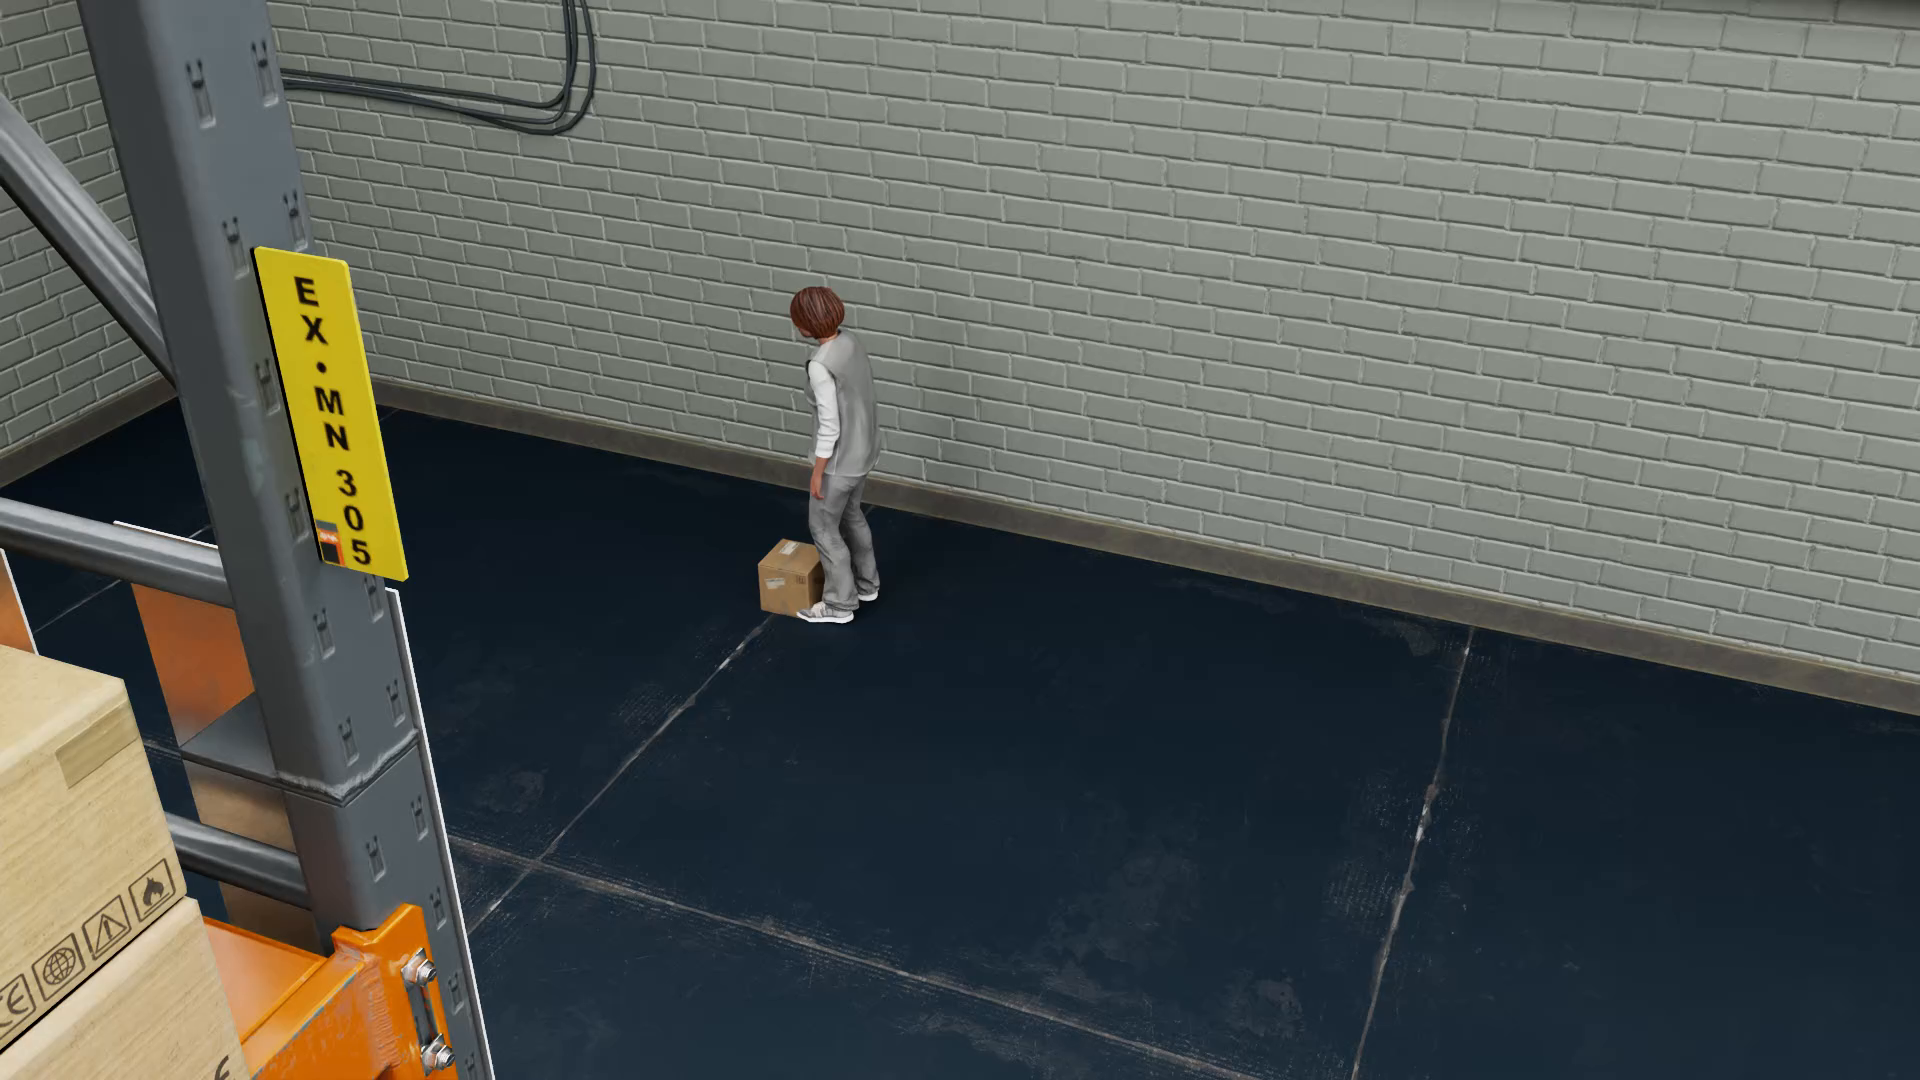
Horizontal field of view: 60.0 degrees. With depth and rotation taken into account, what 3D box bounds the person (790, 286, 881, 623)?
[{"bbox_3d":[-0.541,-0.360,7.264,0.377,1.591,0.477,10,31,16],"label":"person"}]
